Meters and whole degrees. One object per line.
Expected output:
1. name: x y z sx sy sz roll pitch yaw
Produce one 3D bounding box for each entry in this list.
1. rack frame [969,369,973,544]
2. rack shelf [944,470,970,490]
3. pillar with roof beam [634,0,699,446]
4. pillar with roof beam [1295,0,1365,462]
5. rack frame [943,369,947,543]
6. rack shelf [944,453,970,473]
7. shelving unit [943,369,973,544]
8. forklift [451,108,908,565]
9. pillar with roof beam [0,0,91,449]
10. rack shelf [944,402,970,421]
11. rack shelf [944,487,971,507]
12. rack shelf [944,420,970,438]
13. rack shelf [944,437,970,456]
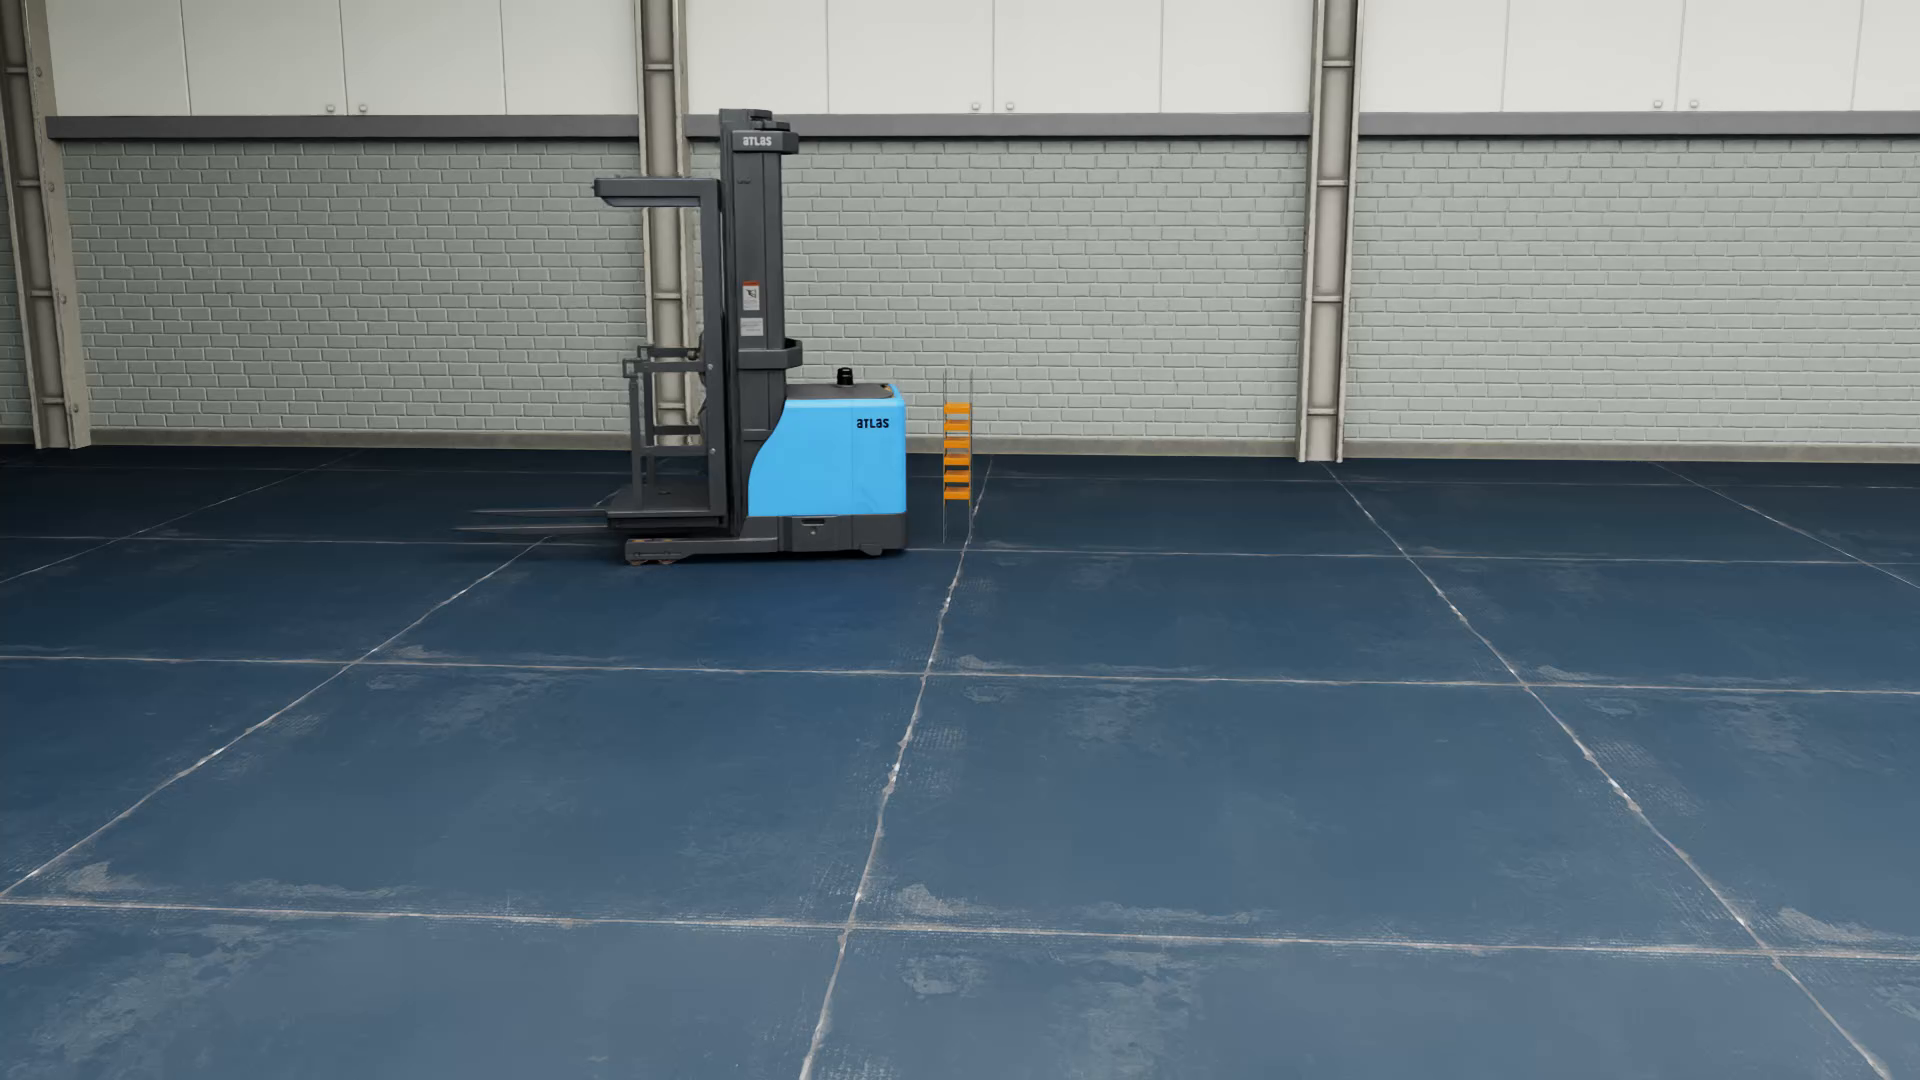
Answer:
1. rack frame: 0.077 -0.586 11.640 0.006 1.200 0.240 1 12 4
2. rack shelf: -0.014 -0.427 11.680 0.180 0.103 0.258 1 12 4
3. pillar with roof beam: -2.974 -4.350 10.584 0.400 9.000 9.100 1 12 4
4. pillar with roof beam: 3.013 -4.268 10.191 0.400 9.000 9.100 1 12 4
5. rack frame: -0.106 -0.589 11.652 0.006 1.200 0.240 1 12 4
6. rack shelf: -0.014 -0.544 11.655 0.180 0.103 0.258 1 12 4
7. shelving unit: -0.014 -0.587 11.646 0.189 1.200 0.258 1 12 4
8. forklift: -1.898 -1.383 11.223 3.031 2.935 1.130 -1 12 -5
9. pillar with roof beam: -8.960 -4.432 10.976 0.400 9.000 9.100 1 12 4
10. rack shelf: -0.014 -0.896 11.582 0.180 0.103 0.258 1 12 4
11. rack shelf: -0.014 -0.309 11.704 0.180 0.103 0.258 1 12 4
12. rack shelf: -0.014 -0.779 11.606 0.180 0.103 0.258 1 12 4
13. rack shelf: -0.014 -0.661 11.631 0.180 0.103 0.258 1 12 4
